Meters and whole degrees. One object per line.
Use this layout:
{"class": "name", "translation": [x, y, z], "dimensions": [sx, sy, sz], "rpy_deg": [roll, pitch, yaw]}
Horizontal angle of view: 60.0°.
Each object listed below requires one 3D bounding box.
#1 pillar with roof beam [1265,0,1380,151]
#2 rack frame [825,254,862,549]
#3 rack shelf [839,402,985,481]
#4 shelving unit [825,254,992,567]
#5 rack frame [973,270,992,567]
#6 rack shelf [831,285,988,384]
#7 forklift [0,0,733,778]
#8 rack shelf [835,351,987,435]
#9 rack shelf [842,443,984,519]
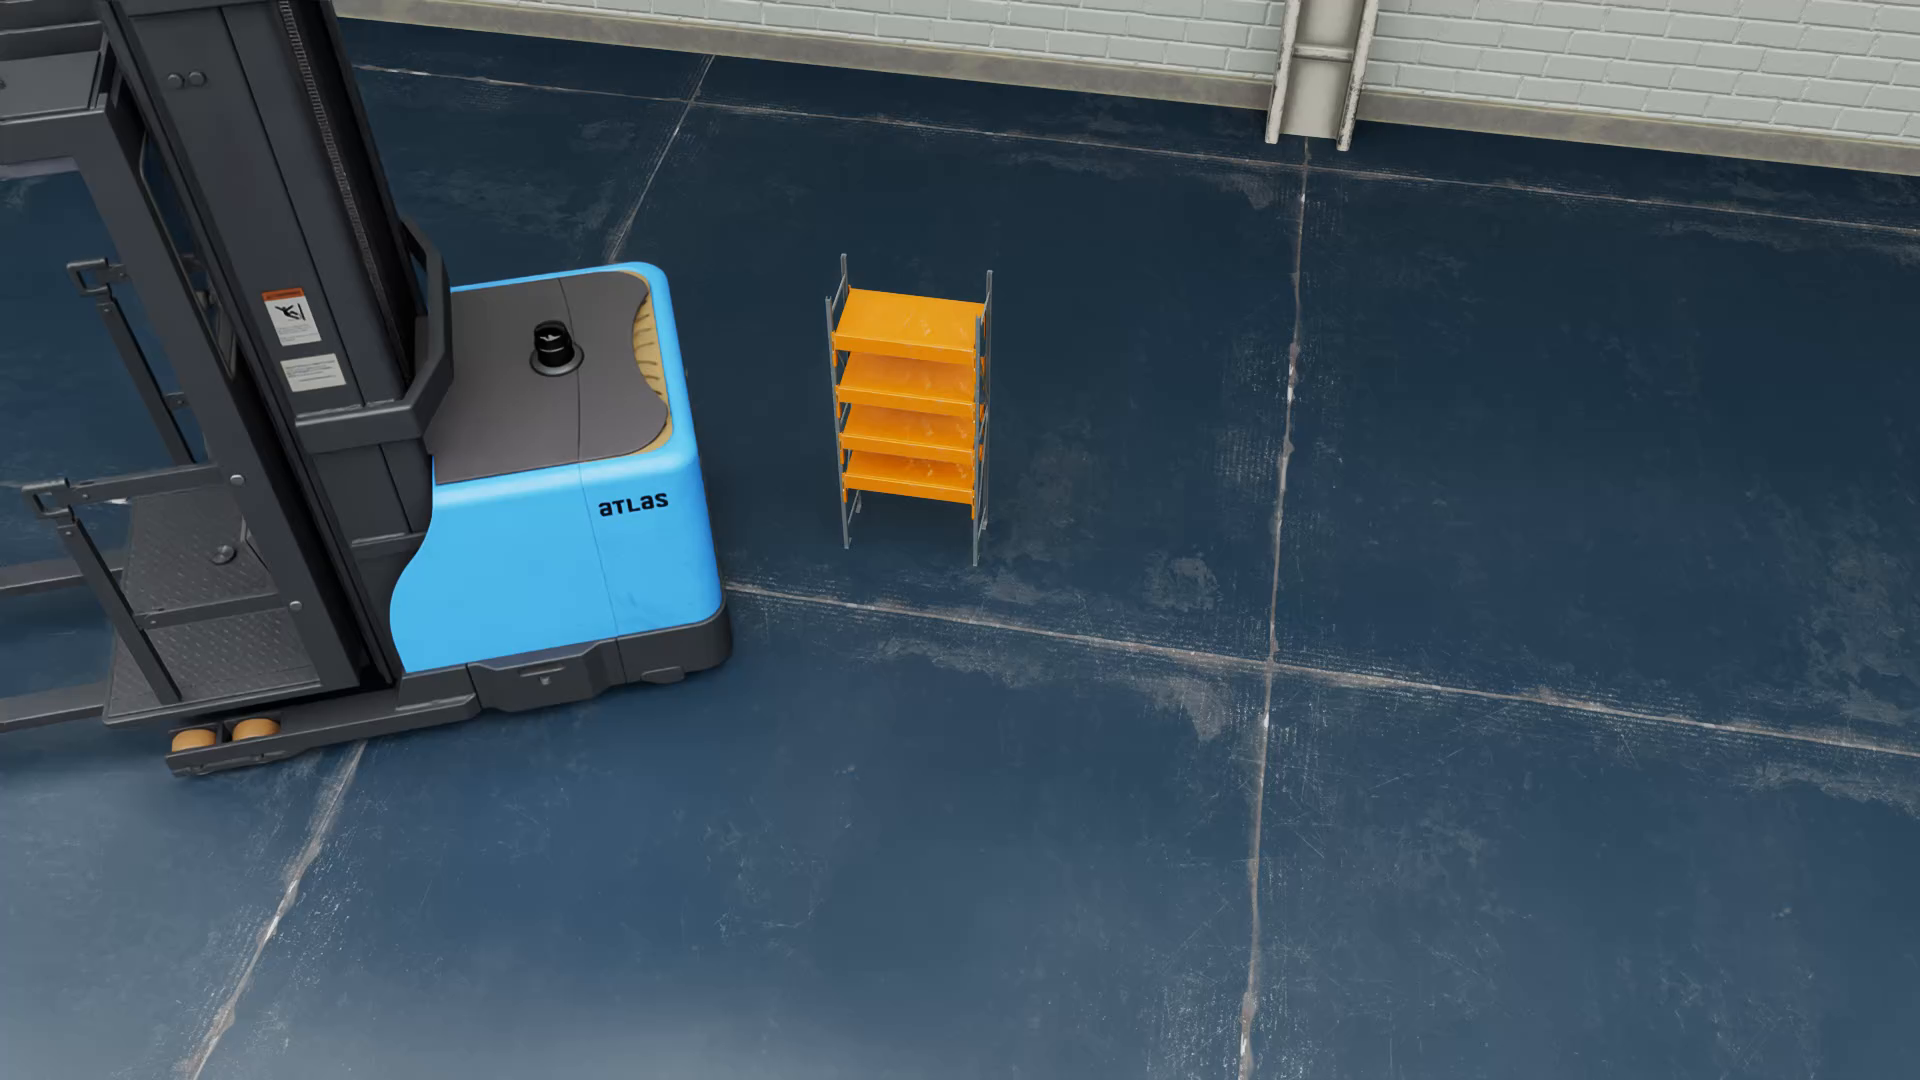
{"class": "pillar with roof beam", "translation": [0.917, -1.846, 1.859], "dimensions": [0.400, 9.000, 9.100], "rpy_deg": [8, 49, 7]}
{"class": "rack frame", "translation": [-0.403, -0.455, 5.852], "dimensions": [0.015, 1.200, 0.240], "rpy_deg": [8, 49, 7]}
{"class": "rack shelf", "translation": [-0.163, -0.378, 5.873], "dimensions": [0.480, 0.148, 0.258], "rpy_deg": [8, 49, 7]}
{"class": "shelving unit", "translation": [-0.163, -0.423, 5.823], "dimensions": [0.503, 1.200, 0.258], "rpy_deg": [8, 49, 7]}
{"class": "rack frame", "translation": [0.077, -0.391, 5.794], "dimensions": [0.015, 1.200, 0.240], "rpy_deg": [8, 49, 7]}
{"class": "rack shelf", "translation": [-0.163, -0.686, 5.531], "dimensions": [0.480, 0.148, 0.258], "rpy_deg": [8, 49, 7]}
{"class": "forklift", "translation": [-2.368, -0.631, 4.846], "dimensions": [3.031, 2.935, 1.130], "rpy_deg": [-10, 49, -9]}
{"class": "rack shelf", "translation": [-0.163, -0.527, 5.707], "dimensions": [0.480, 0.148, 0.258], "rpy_deg": [8, 49, 7]}
{"class": "rack shelf", "translation": [-0.163, -0.245, 6.021], "dimensions": [0.480, 0.148, 0.258], "rpy_deg": [8, 49, 7]}
